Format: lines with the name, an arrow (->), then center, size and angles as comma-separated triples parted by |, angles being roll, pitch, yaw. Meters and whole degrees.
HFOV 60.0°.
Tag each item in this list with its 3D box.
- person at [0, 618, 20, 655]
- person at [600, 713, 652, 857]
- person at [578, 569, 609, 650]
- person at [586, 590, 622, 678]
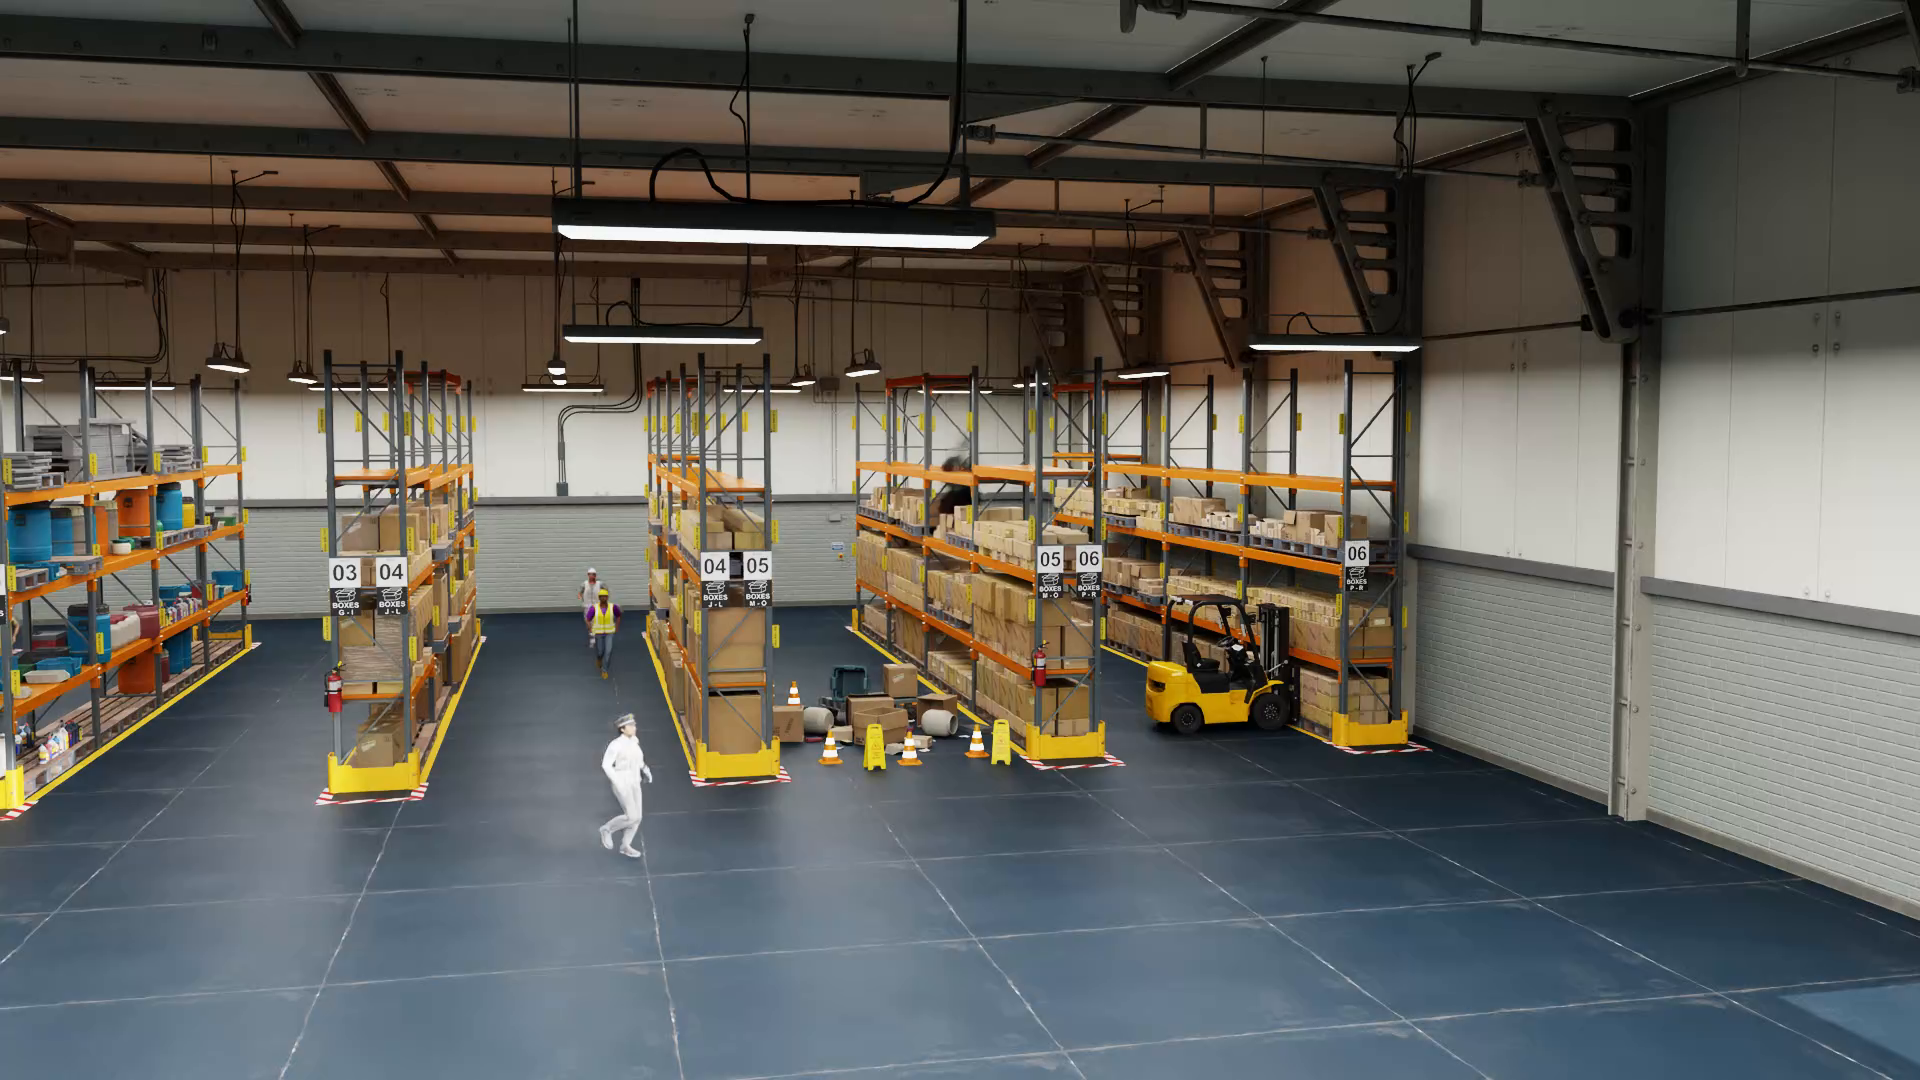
person -> -17.695, 2.011, 30.685 | 0.573, 1.688, 0.909 | -2, 4, -22
person -> -3.895, 2.837, 19.345 | 0.547, 1.664, 0.638 | 2, 4, 25
person -> -8.250, 1.515, 37.369 | 0.673, 1.758, 0.981 | 0, 4, -7
person -> -7.068, 1.851, 33.050 | 0.707, 1.739, 0.739 | -1, 4, -16
